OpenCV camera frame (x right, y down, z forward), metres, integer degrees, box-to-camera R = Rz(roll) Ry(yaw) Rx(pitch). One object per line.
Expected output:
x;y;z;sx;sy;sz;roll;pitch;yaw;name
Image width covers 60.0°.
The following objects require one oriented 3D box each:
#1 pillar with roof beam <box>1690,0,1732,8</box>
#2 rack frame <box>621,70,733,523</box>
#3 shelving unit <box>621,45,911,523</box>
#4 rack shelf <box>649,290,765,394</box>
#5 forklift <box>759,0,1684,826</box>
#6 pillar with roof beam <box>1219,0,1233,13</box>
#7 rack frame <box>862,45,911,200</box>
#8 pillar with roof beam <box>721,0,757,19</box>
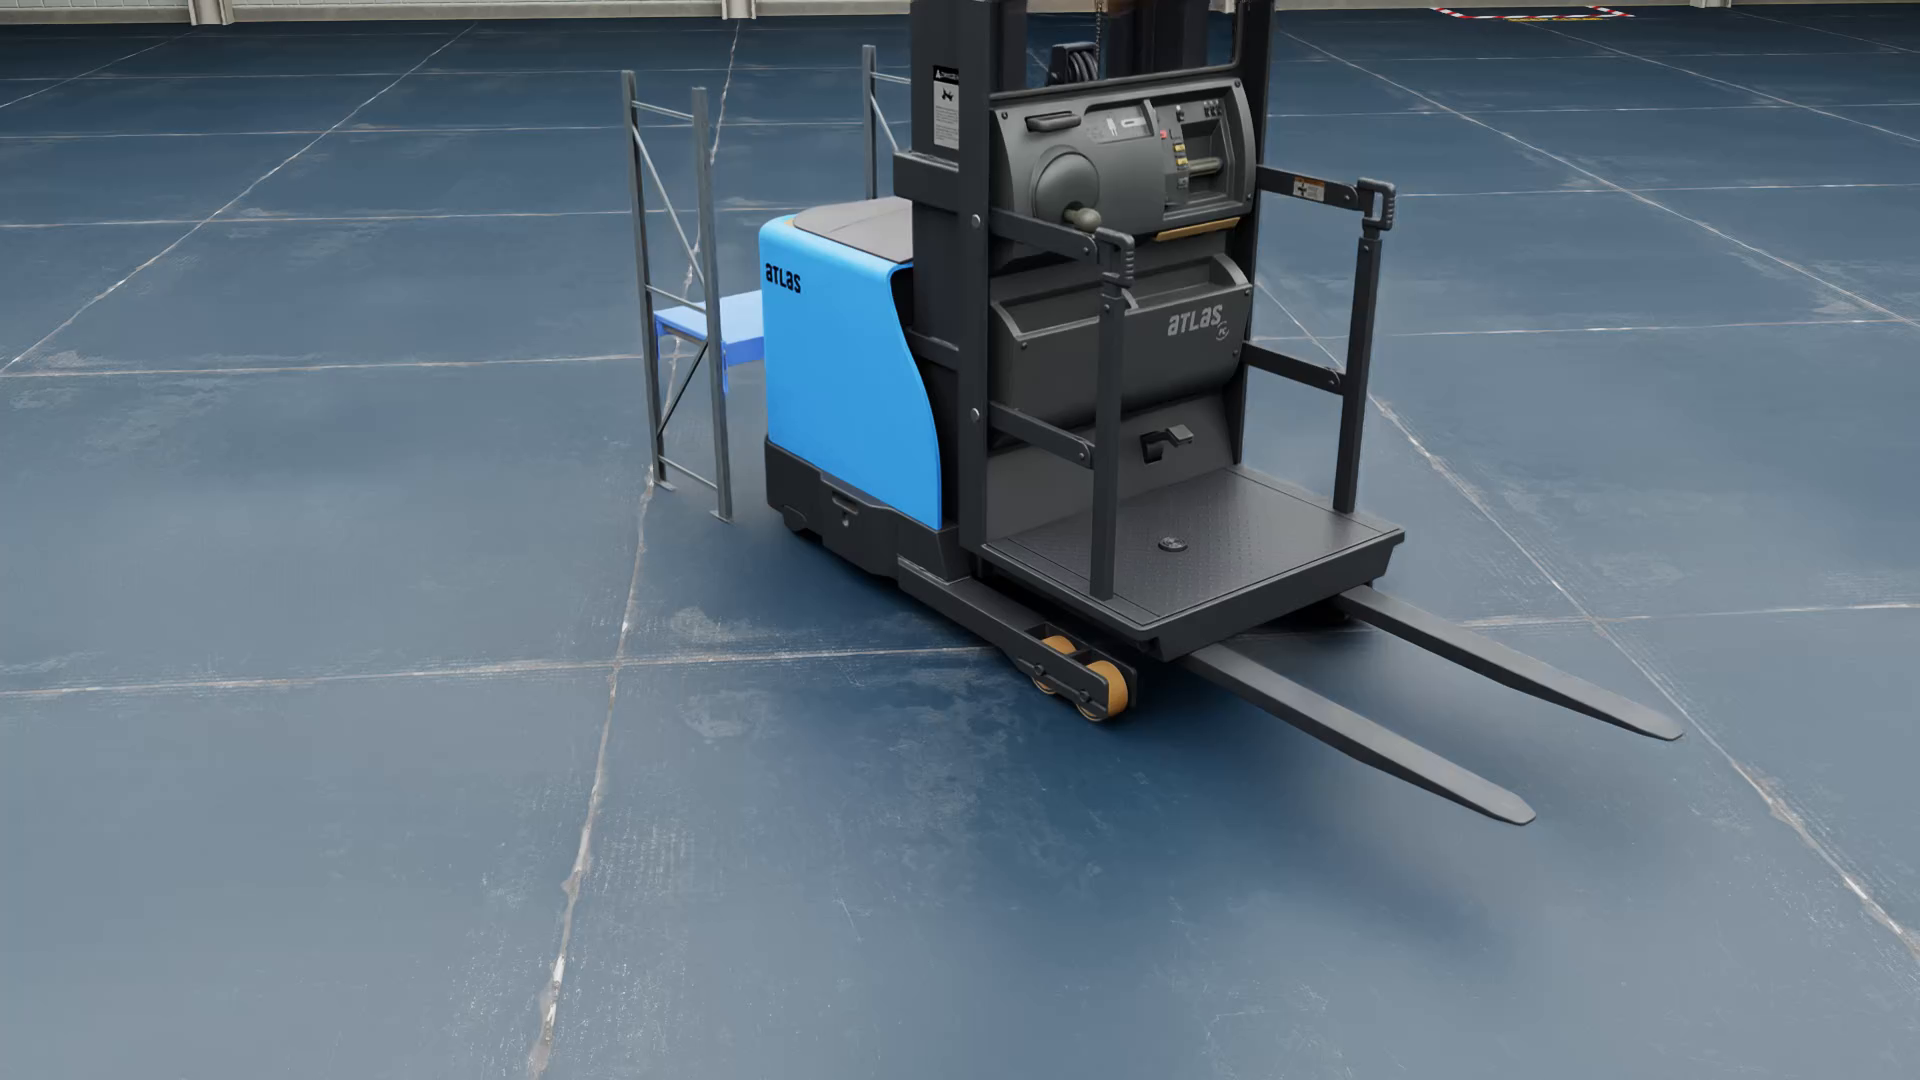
9.761;-9.024;14.974;0.400;9.000;9.100;-2;24;-5;pillar with roof beam
-0.977;-0.827;5.764;0.032;1.500;0.500;-19;30;-36;rack frame
-0.586;-0.959;6.060;1.048;1.500;0.538;-19;30;-36;shelving unit
-0.586;-0.794;6.133;1.000;0.185;0.538;-19;30;-36;rack shelf
0.613;-1.063;4.533;1.130;2.935;3.031;-17;29;-34;forklift
3.790;-8.785;14.435;0.400;9.000;9.100;-2;24;-5;pillar with roof beam
-0.195;-1.091;6.357;0.032;1.500;0.500;-19;30;-36;rack frame
13.065;-5.624;7.324;29.331;9.000;26.411;-2;24;-5;pillar with roof beam
